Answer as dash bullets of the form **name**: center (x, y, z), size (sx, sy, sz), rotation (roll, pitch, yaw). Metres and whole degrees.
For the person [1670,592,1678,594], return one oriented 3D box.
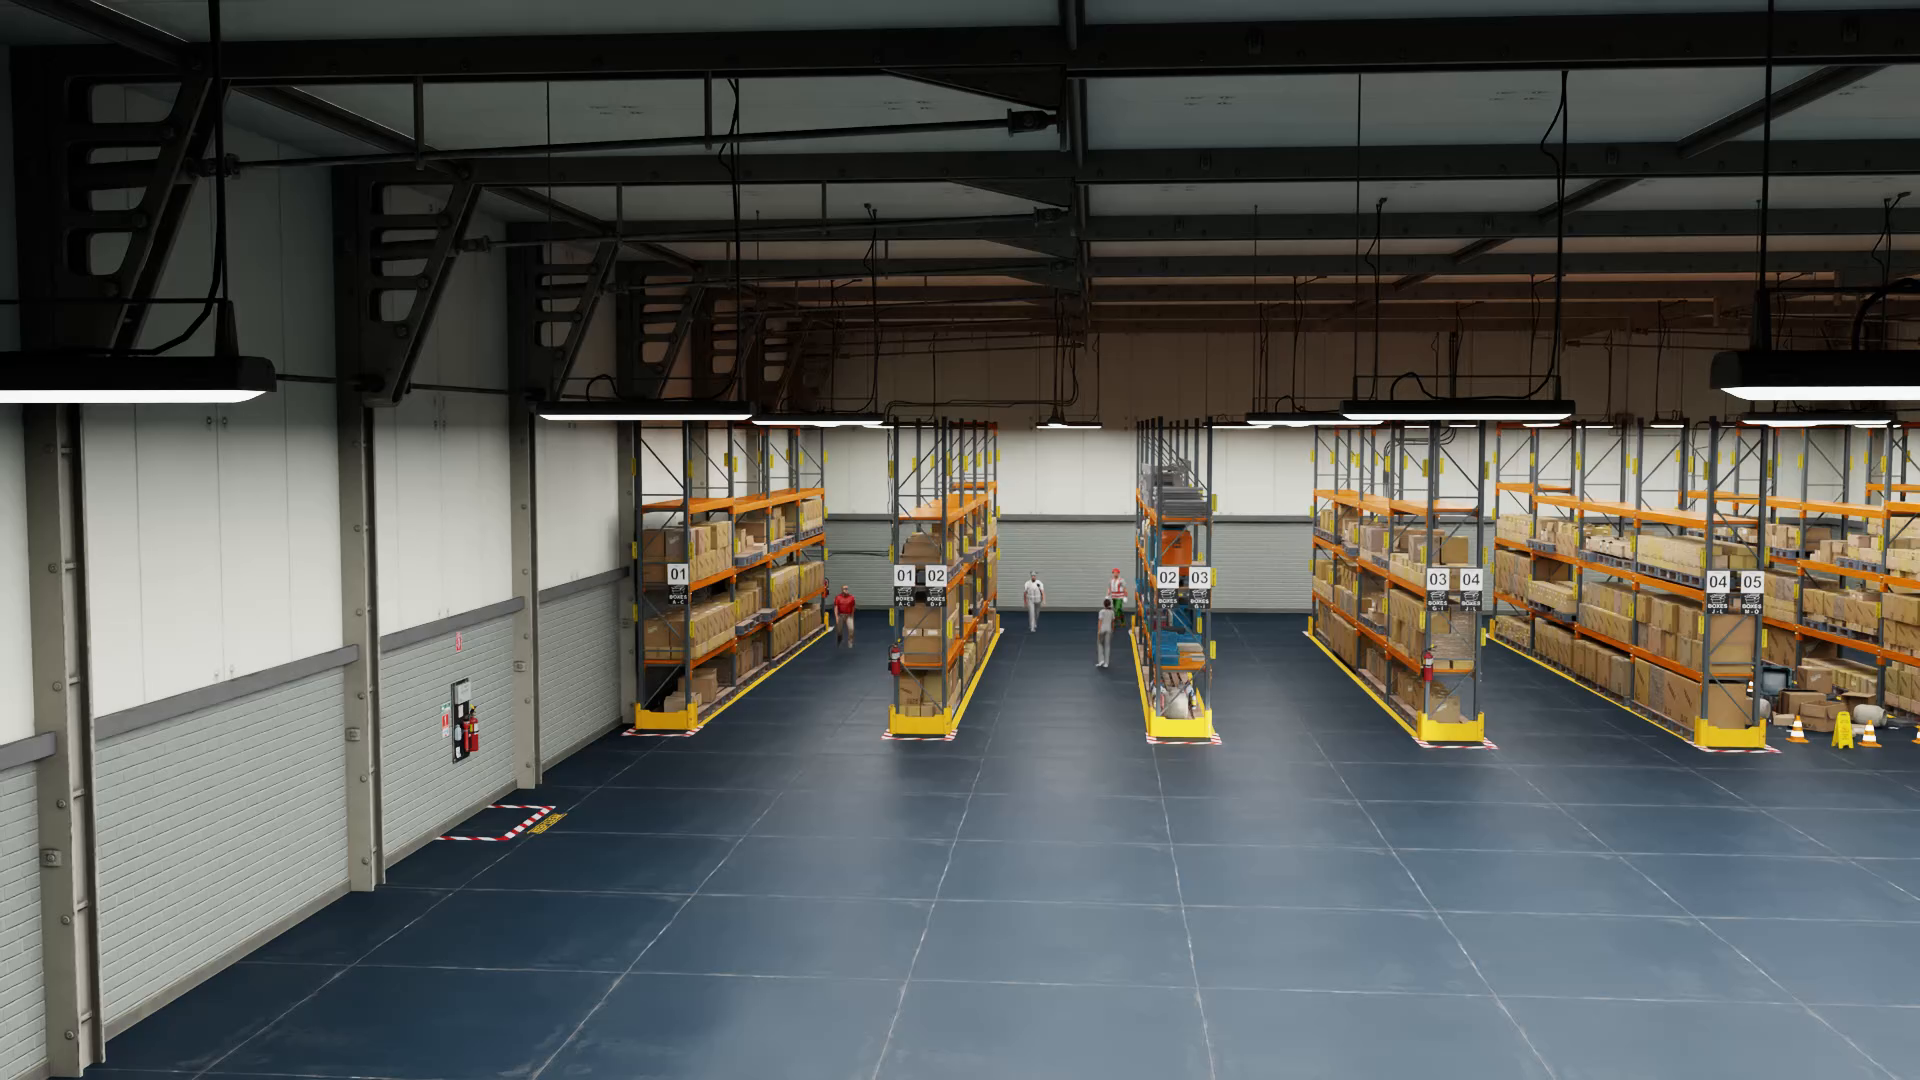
- **person**: center (18.313, 2.059, 42.410), size (0.517, 1.782, 0.538), rotation (-1, 4, -22)

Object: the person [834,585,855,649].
- **person**: center (-2.895, 1.939, 41.729), size (0.529, 1.624, 1.005), rotation (-1, 4, -8)

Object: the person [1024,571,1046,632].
- **person**: center (2.130, 1.740, 47.535), size (0.551, 1.717, 1.054), rotation (-1, 4, -11)

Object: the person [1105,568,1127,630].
- **person**: center (4.530, 1.692, 48.137), size (0.573, 1.754, 0.992), rotation (4, 5, 44)

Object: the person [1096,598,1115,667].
- **person**: center (3.551, 2.289, 40.397), size (0.451, 1.698, 0.595), rotation (0, 4, -1)
